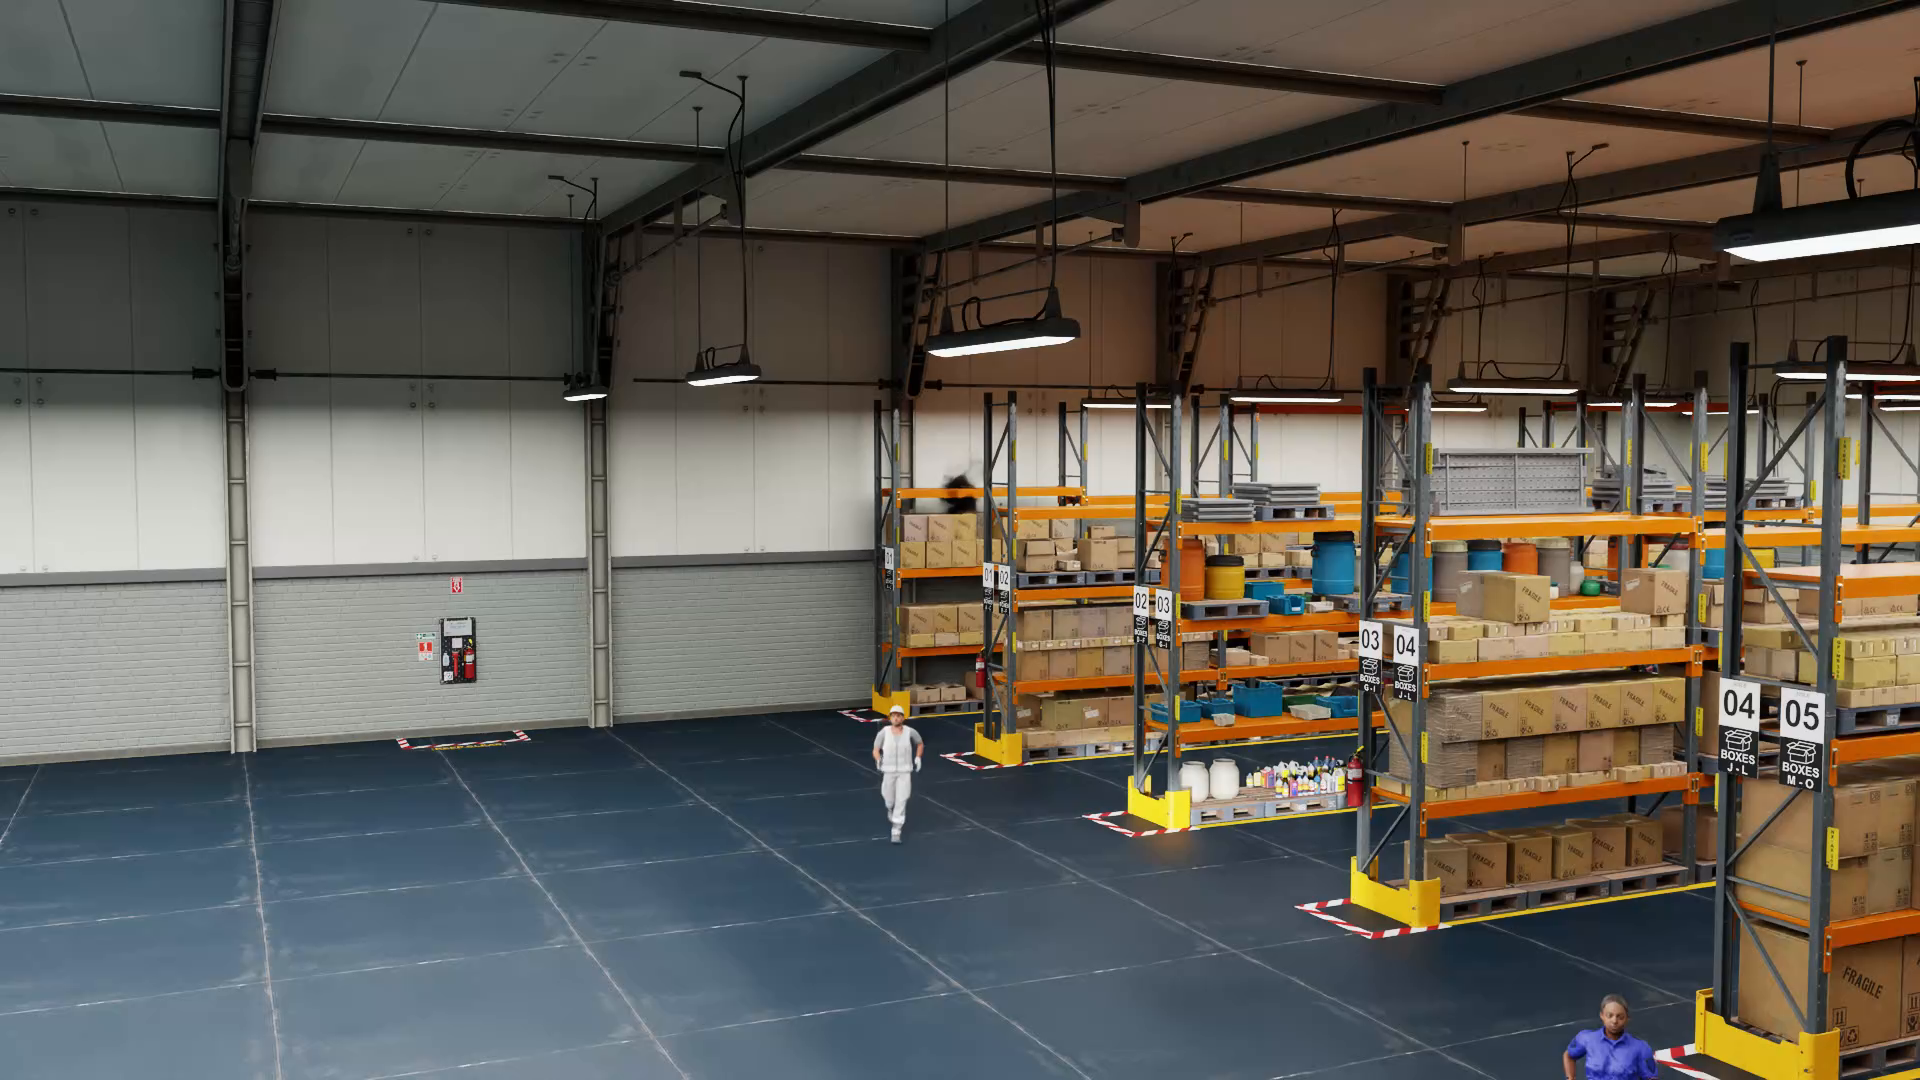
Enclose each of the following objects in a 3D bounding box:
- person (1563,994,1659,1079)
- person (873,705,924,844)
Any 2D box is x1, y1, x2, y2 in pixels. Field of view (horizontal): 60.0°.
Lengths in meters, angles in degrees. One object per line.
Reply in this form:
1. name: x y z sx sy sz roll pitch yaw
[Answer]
1. person: 4.134 3.698 10.558 0.574 1.644 0.941 1 3 18
2. person: -0.803 3.034 21.721 0.669 1.755 0.866 0 3 0
